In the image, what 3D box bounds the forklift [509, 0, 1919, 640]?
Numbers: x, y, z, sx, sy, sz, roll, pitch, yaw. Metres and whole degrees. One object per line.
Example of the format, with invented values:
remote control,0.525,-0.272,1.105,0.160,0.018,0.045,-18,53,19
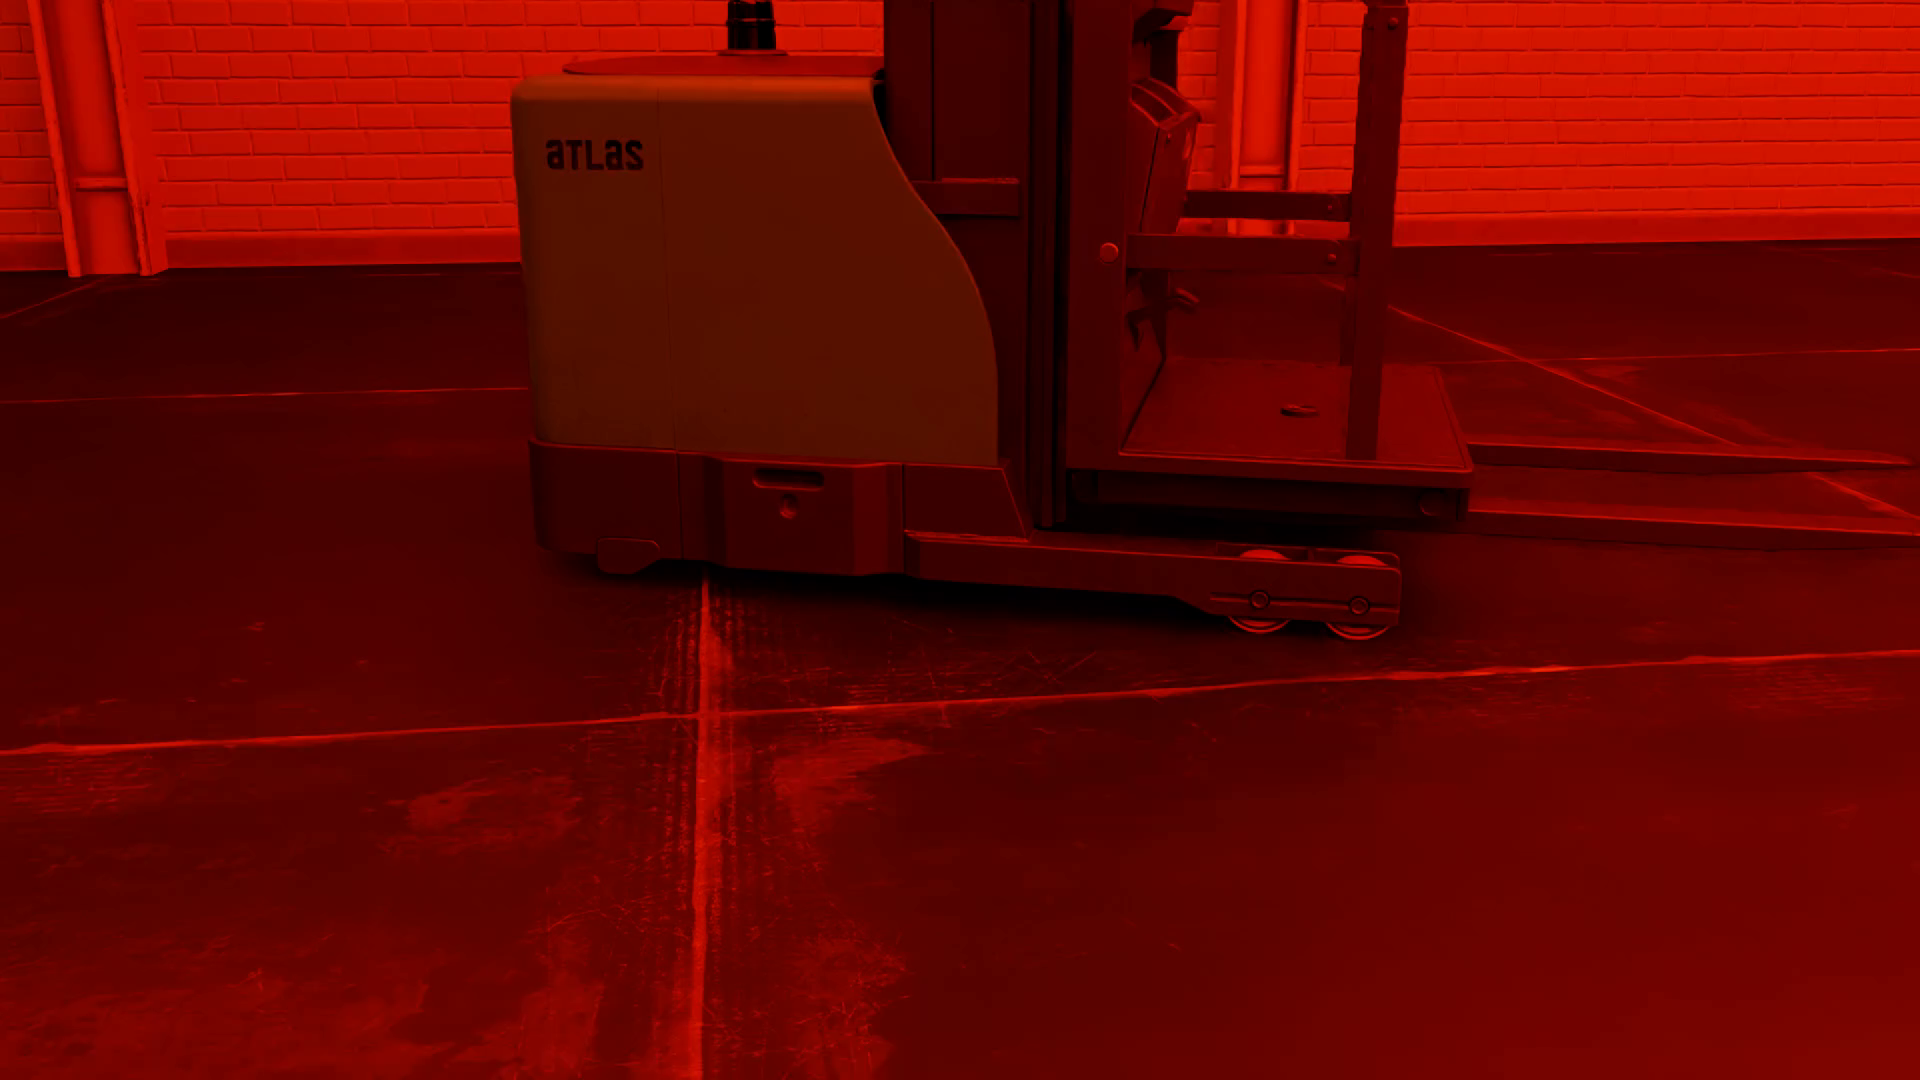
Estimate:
forklift,0.622,-1.372,3.439,3.031,2.935,1.130,3,17,11
